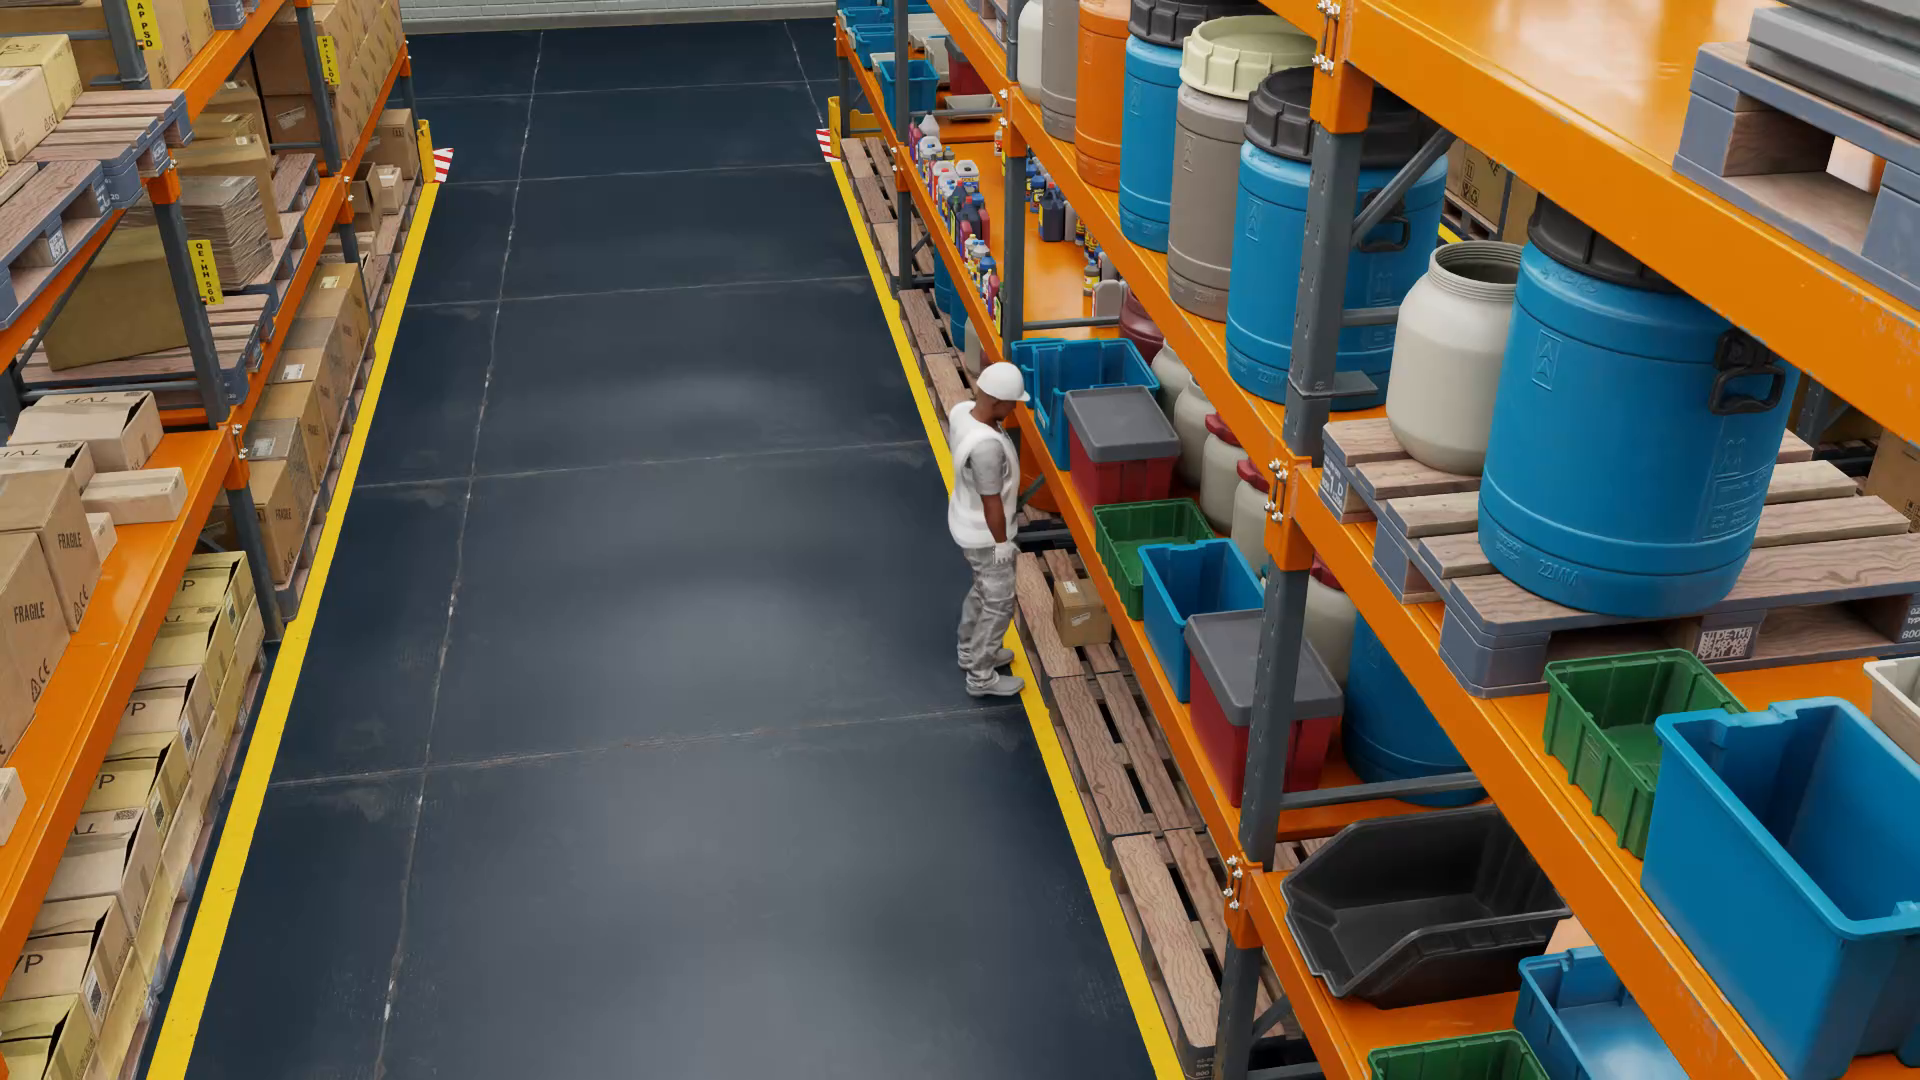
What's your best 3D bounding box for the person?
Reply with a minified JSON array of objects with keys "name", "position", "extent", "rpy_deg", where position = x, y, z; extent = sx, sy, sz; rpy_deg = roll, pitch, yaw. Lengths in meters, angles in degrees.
[{"name":"person","position":[0.142,-0.064,8.247],"extent":[0.389,1.763,0.557],"rpy_deg":[-5,31,-8]}]
